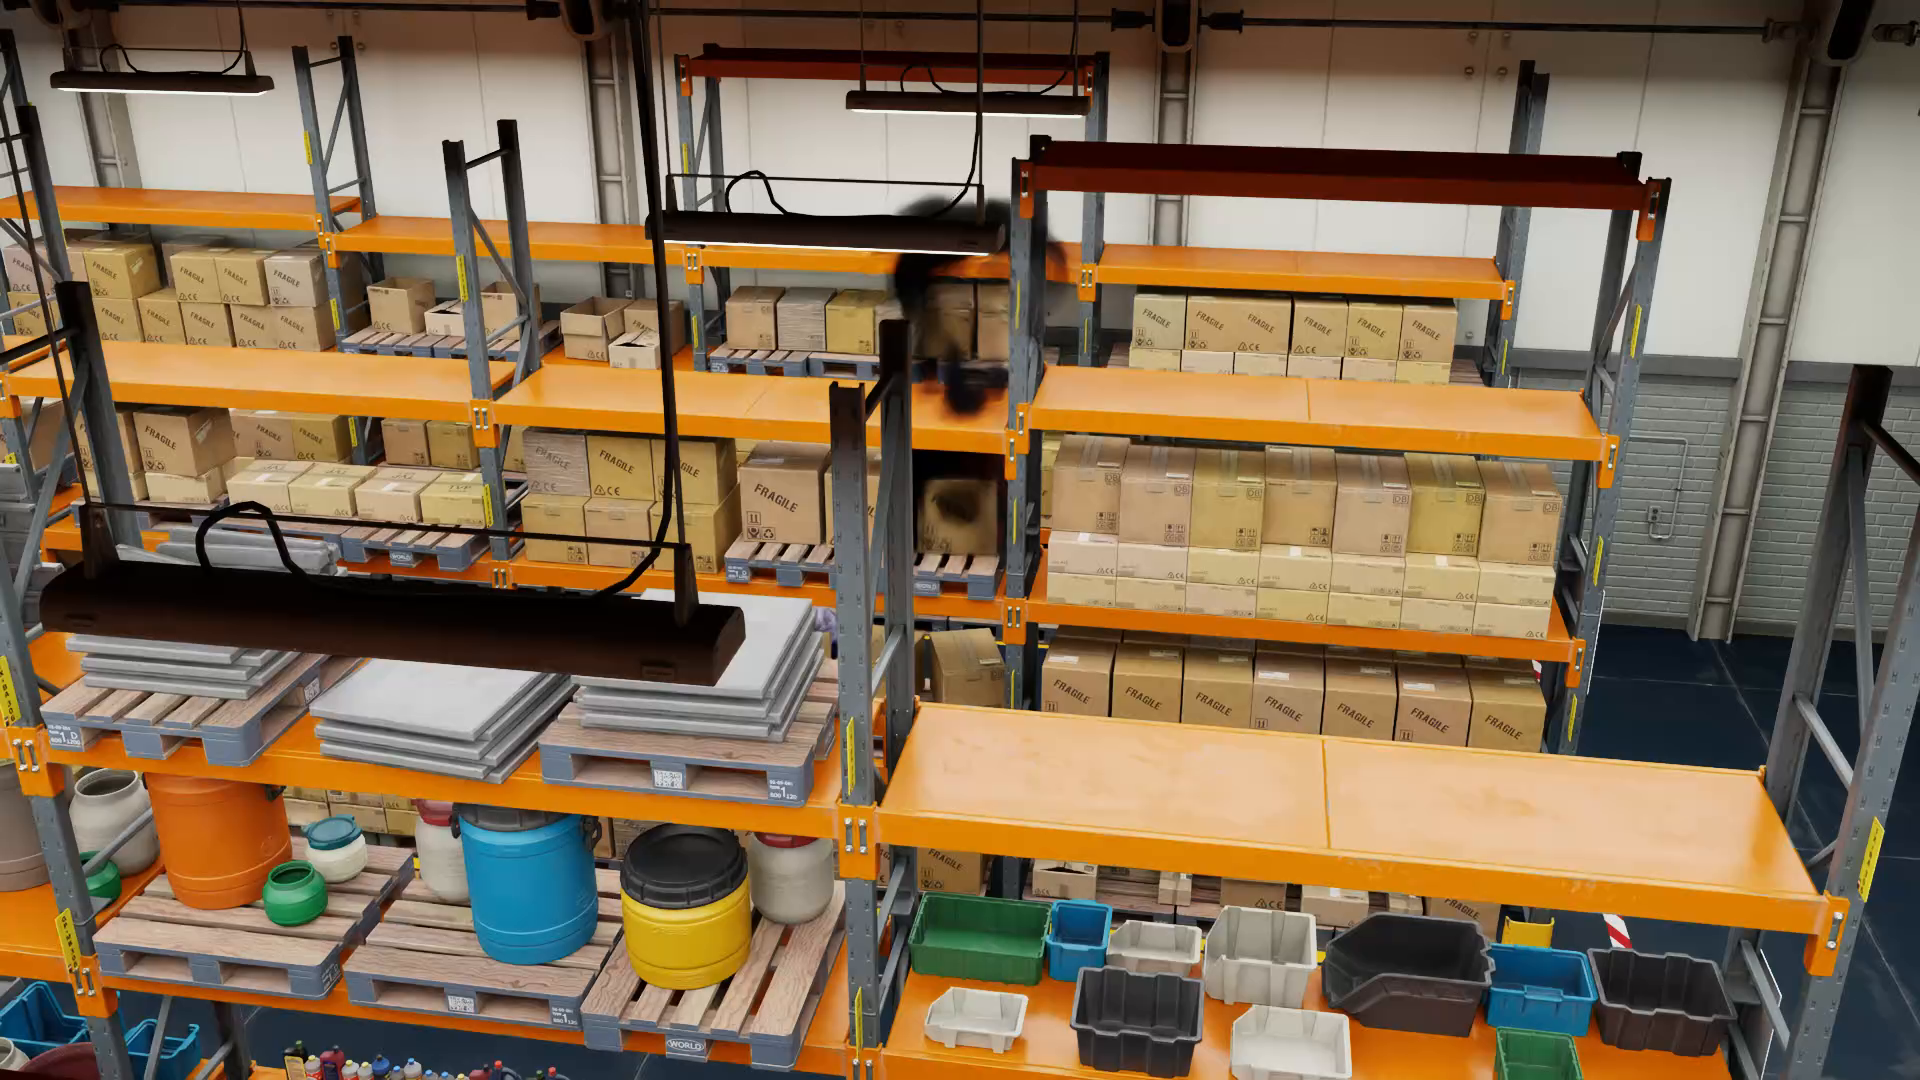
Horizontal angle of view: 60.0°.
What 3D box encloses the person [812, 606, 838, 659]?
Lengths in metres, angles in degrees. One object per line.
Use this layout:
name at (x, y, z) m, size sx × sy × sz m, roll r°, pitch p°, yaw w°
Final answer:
person at (-1.249, 1.063, 15.962) m, size 0.862 × 1.480 × 0.636 m, roll -2°, pitch 23°, yaw -5°
